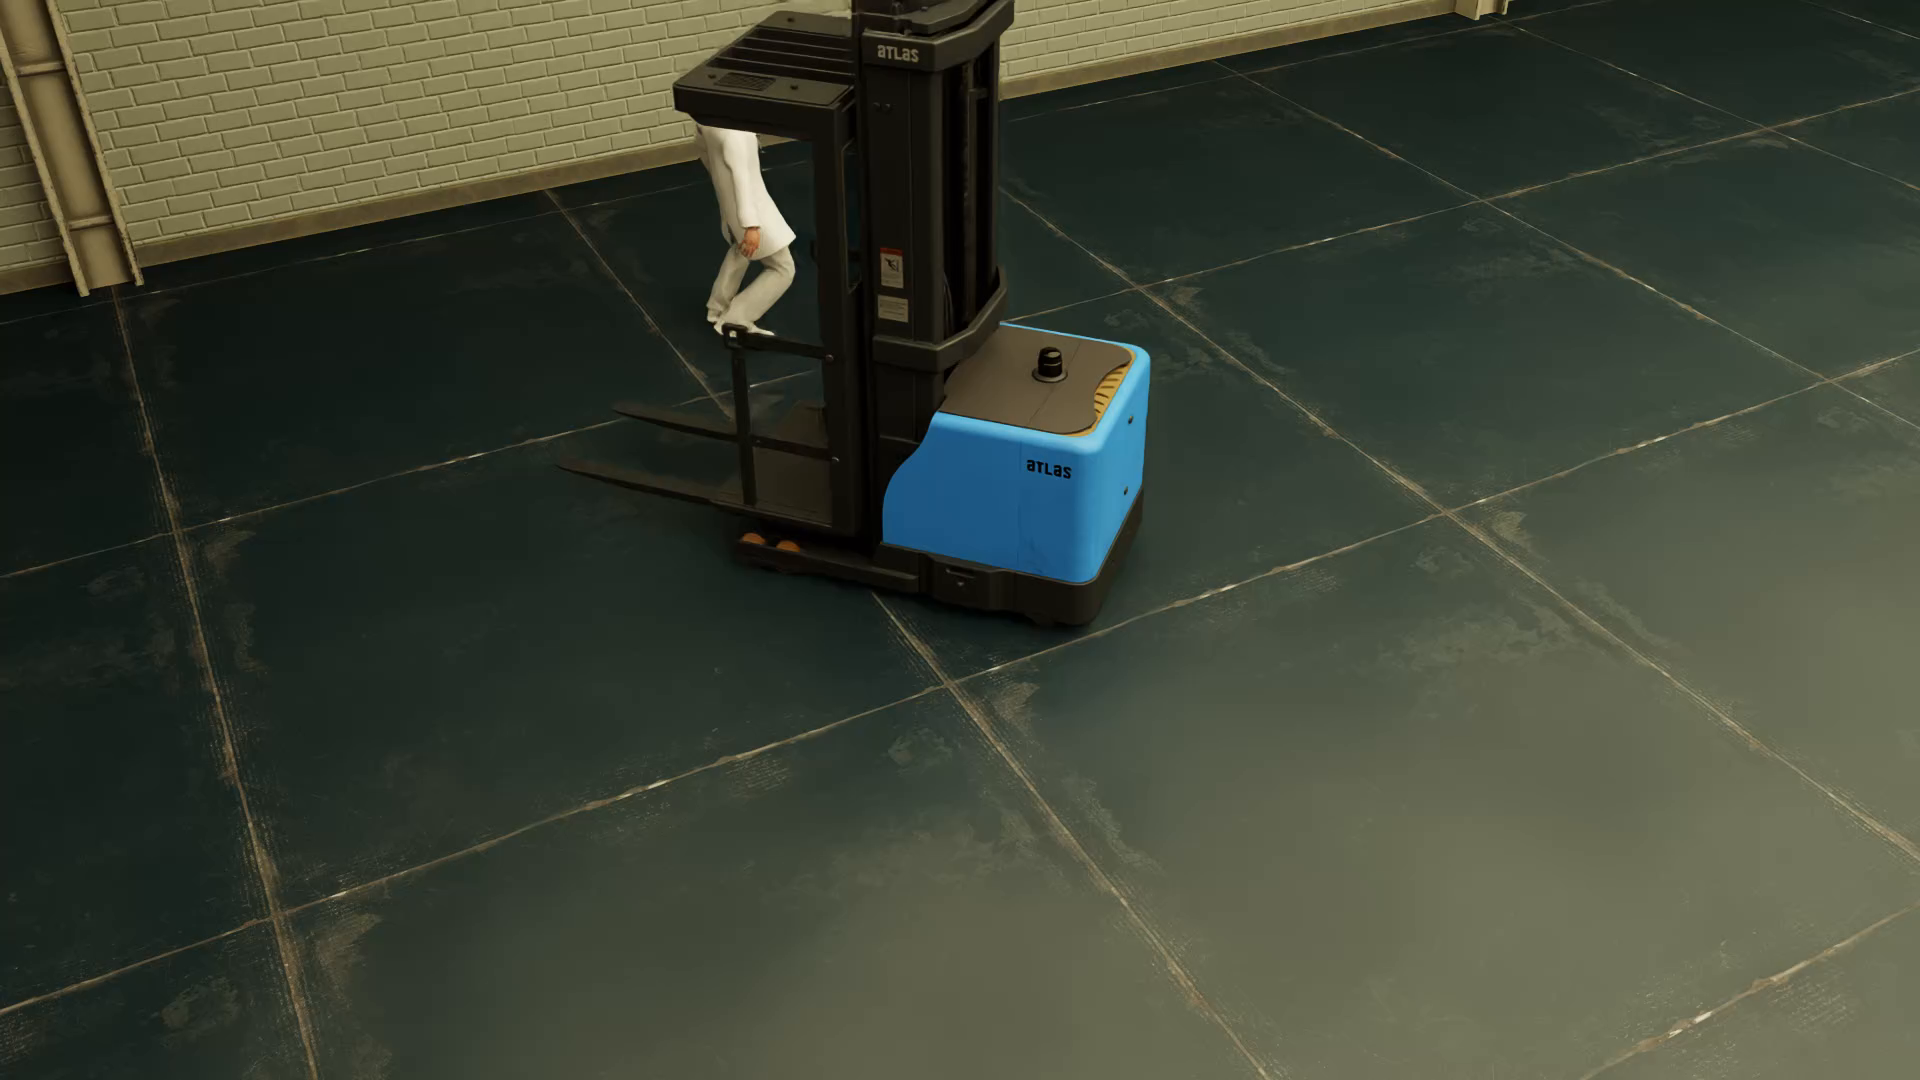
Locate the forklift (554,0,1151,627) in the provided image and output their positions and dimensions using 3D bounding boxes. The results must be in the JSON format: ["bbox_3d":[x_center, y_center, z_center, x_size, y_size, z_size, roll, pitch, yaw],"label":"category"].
[{"bbox_3d":[-0.626,-1.299,7.960,3.031,2.935,1.130,12,37,16],"label":"forklift"}]

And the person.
[{"bbox_3d":[-1.320,-2.010,10.059,0.572,1.684,0.942,-14,38,-19],"label":"person"}]
